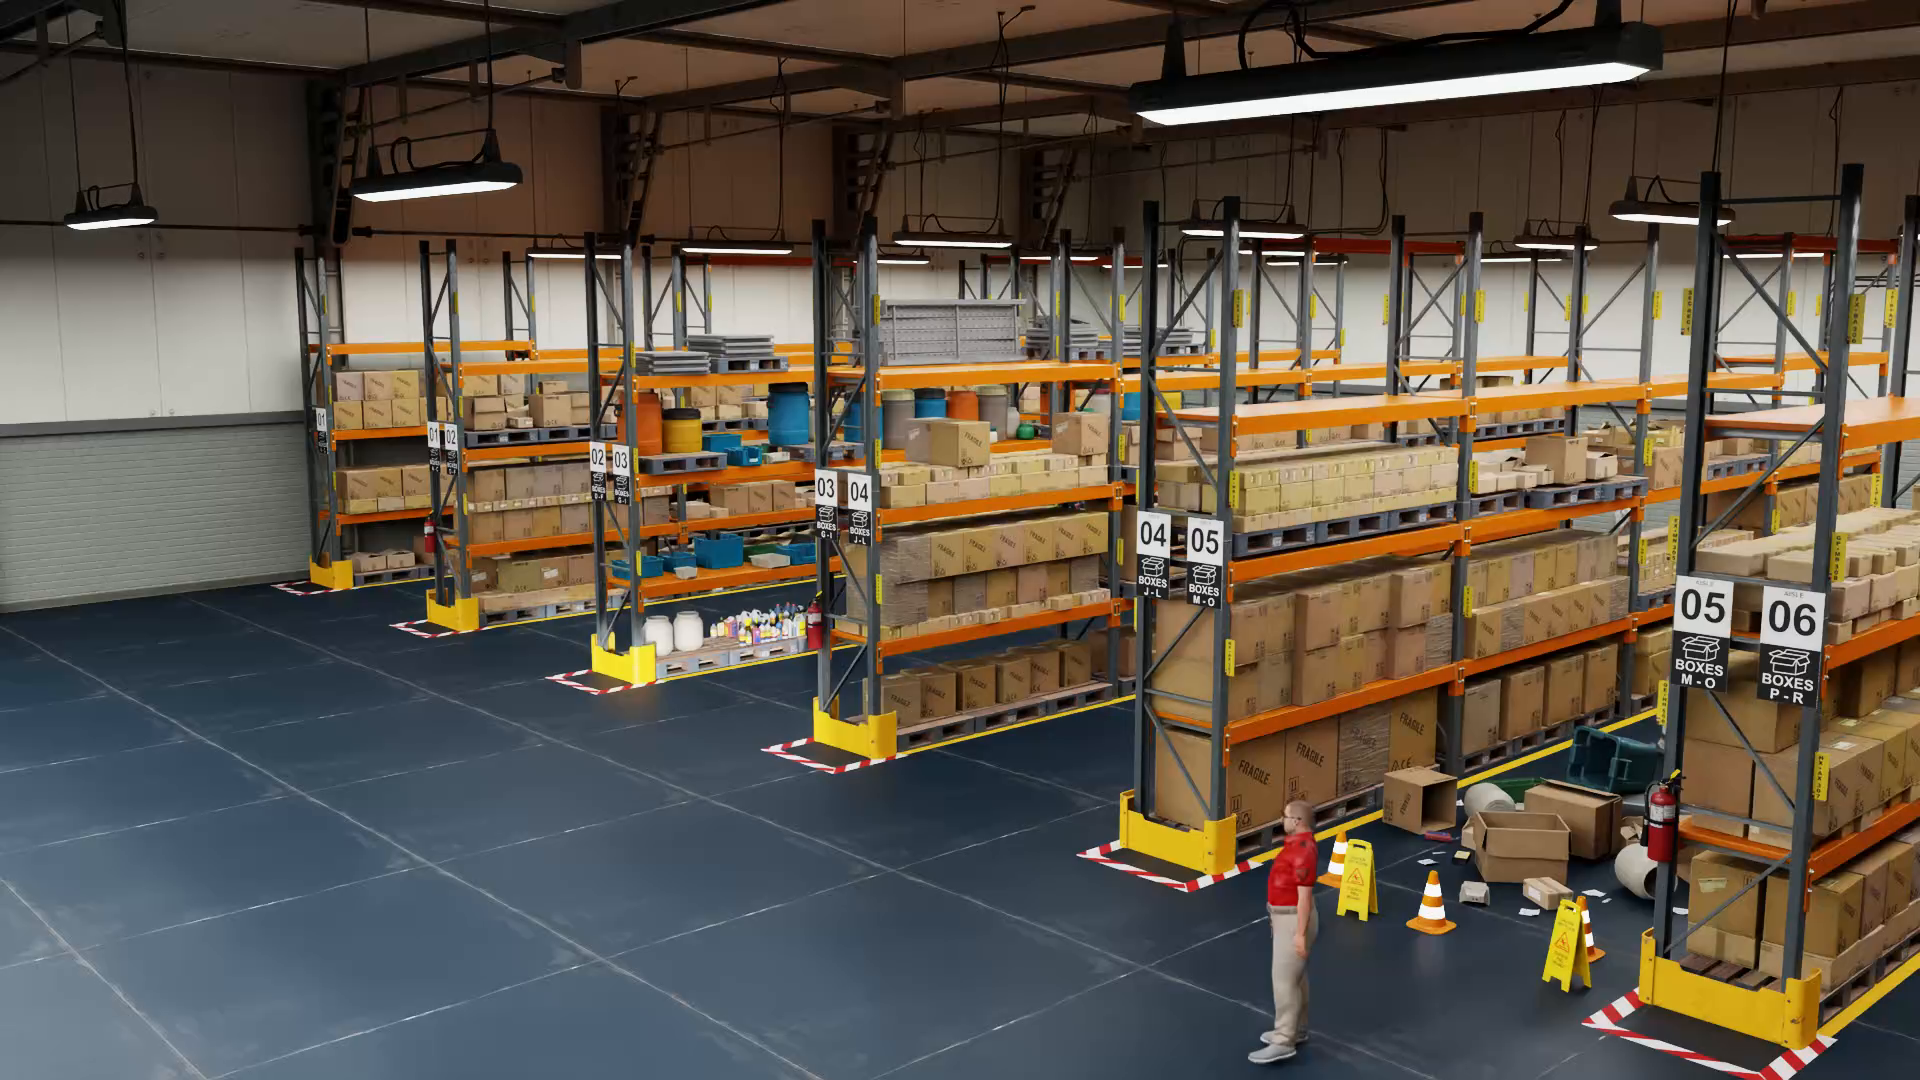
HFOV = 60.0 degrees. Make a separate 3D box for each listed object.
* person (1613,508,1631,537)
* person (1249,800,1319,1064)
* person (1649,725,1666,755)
[{"bbox_3d":[12.487,-0.244,31.311,0.995,1.624,0.478,-2,9,-10],"label":"person"},{"bbox_3d":[2.235,2.655,11.425,0.446,1.744,0.651,2,9,11],"label":"person"},{"bbox_3d":[8.145,1.556,18.664,0.487,1.783,0.662,-1,8,-5],"label":"person"}]
